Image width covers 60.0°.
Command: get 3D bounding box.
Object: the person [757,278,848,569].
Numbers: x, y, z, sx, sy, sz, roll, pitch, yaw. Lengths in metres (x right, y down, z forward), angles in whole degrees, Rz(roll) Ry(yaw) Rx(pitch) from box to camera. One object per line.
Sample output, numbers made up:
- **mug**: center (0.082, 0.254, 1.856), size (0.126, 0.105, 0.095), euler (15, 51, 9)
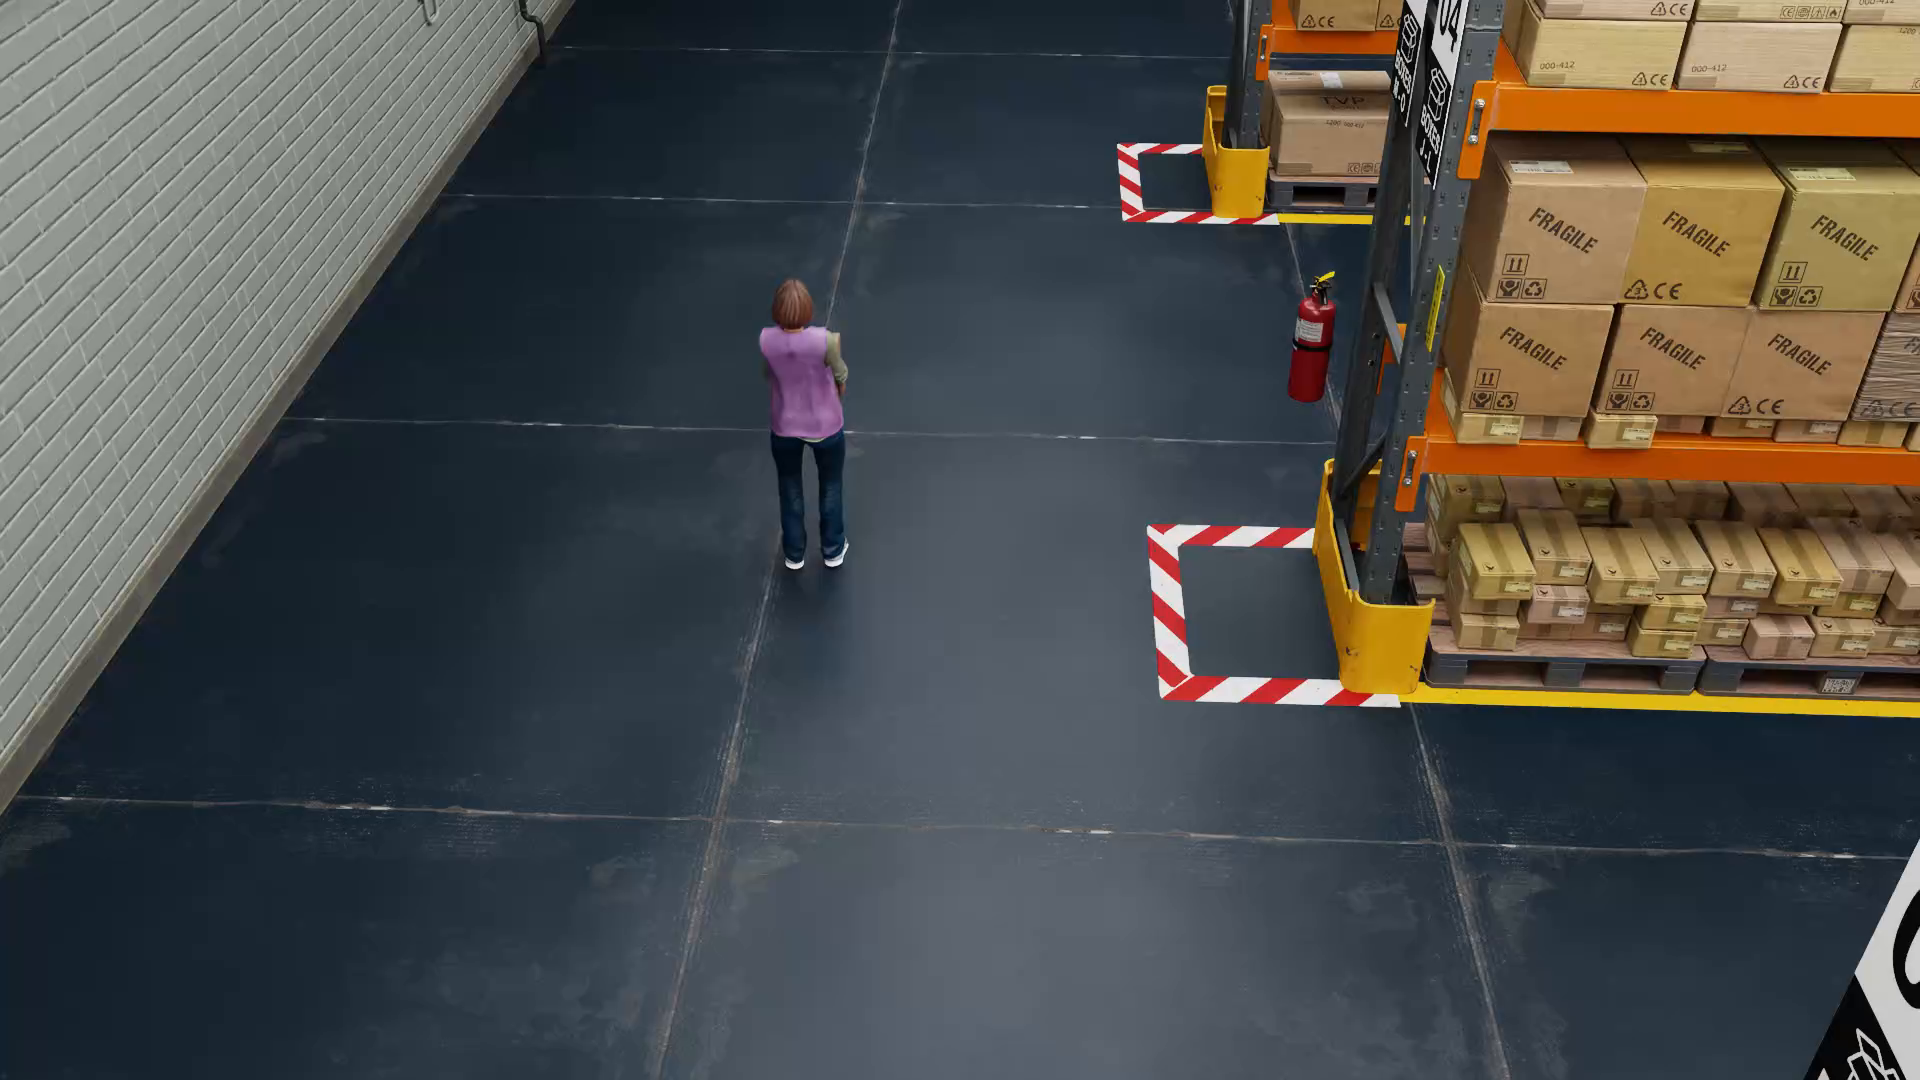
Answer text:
- **person**: center (-0.725, -0.584, 7.925), size (0.406, 1.588, 0.500), euler (2, 36, 2)
